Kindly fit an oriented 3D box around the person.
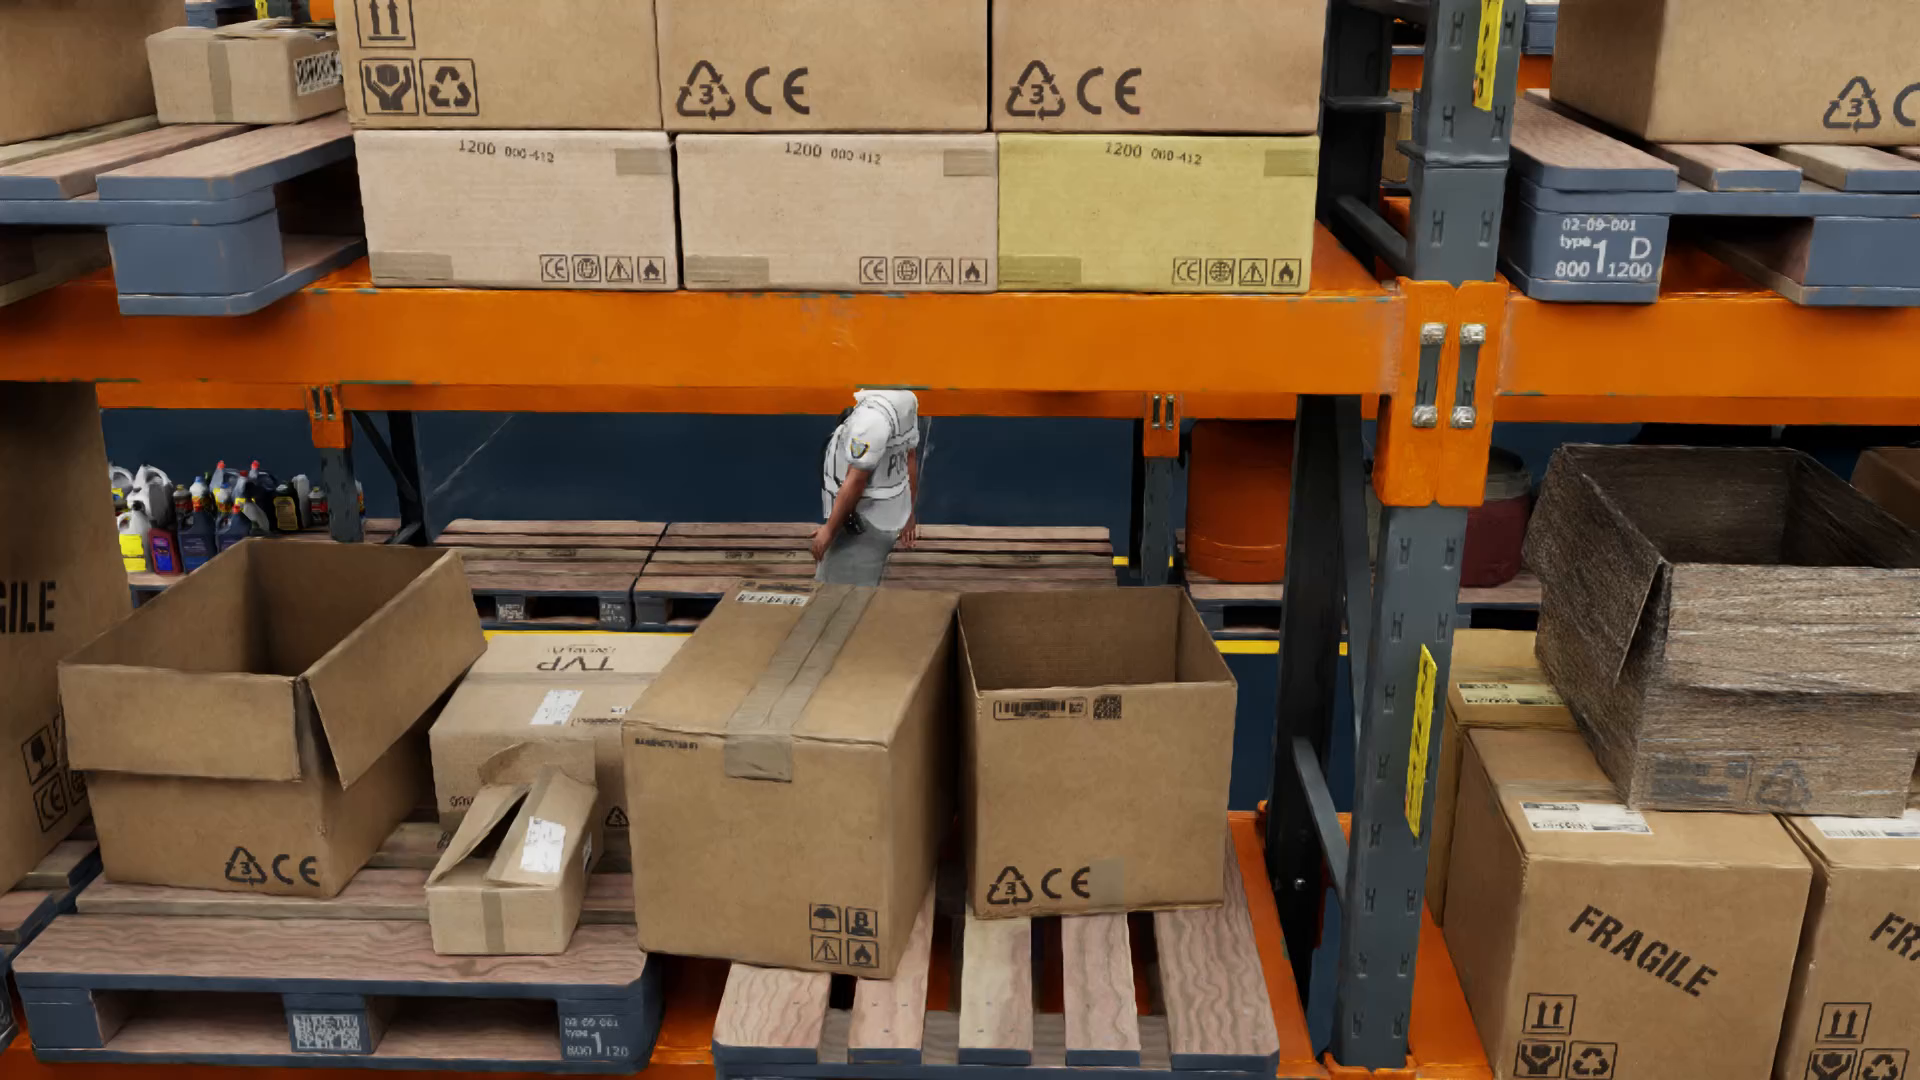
[{"bbox_3d":[-0.433,-0.117,7.383,0.892,1.721,0.543,4,21,10],"label":"person"}]
